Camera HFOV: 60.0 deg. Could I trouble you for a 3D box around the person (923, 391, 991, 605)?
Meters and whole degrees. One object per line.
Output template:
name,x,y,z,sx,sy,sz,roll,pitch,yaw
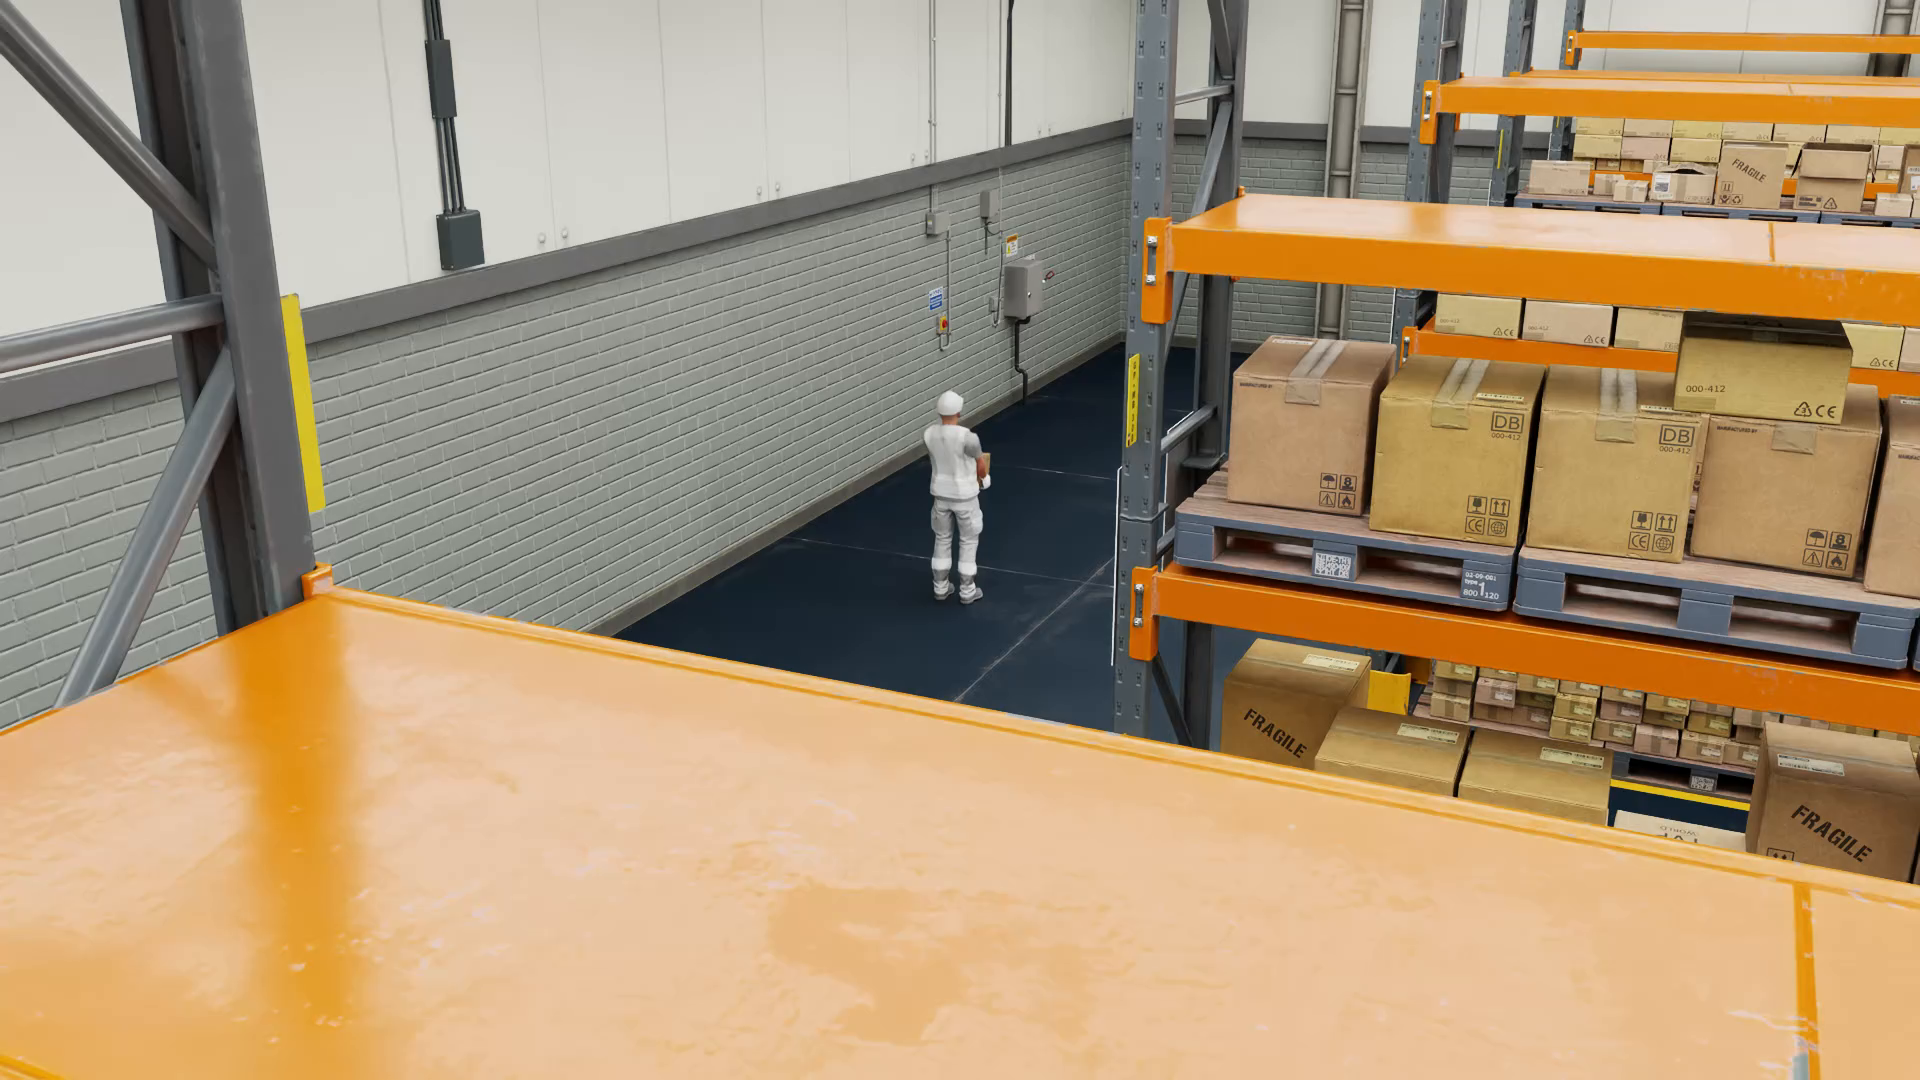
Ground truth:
person,-0.009,-0.386,13.665,0.494,1.783,0.568,9,21,24
